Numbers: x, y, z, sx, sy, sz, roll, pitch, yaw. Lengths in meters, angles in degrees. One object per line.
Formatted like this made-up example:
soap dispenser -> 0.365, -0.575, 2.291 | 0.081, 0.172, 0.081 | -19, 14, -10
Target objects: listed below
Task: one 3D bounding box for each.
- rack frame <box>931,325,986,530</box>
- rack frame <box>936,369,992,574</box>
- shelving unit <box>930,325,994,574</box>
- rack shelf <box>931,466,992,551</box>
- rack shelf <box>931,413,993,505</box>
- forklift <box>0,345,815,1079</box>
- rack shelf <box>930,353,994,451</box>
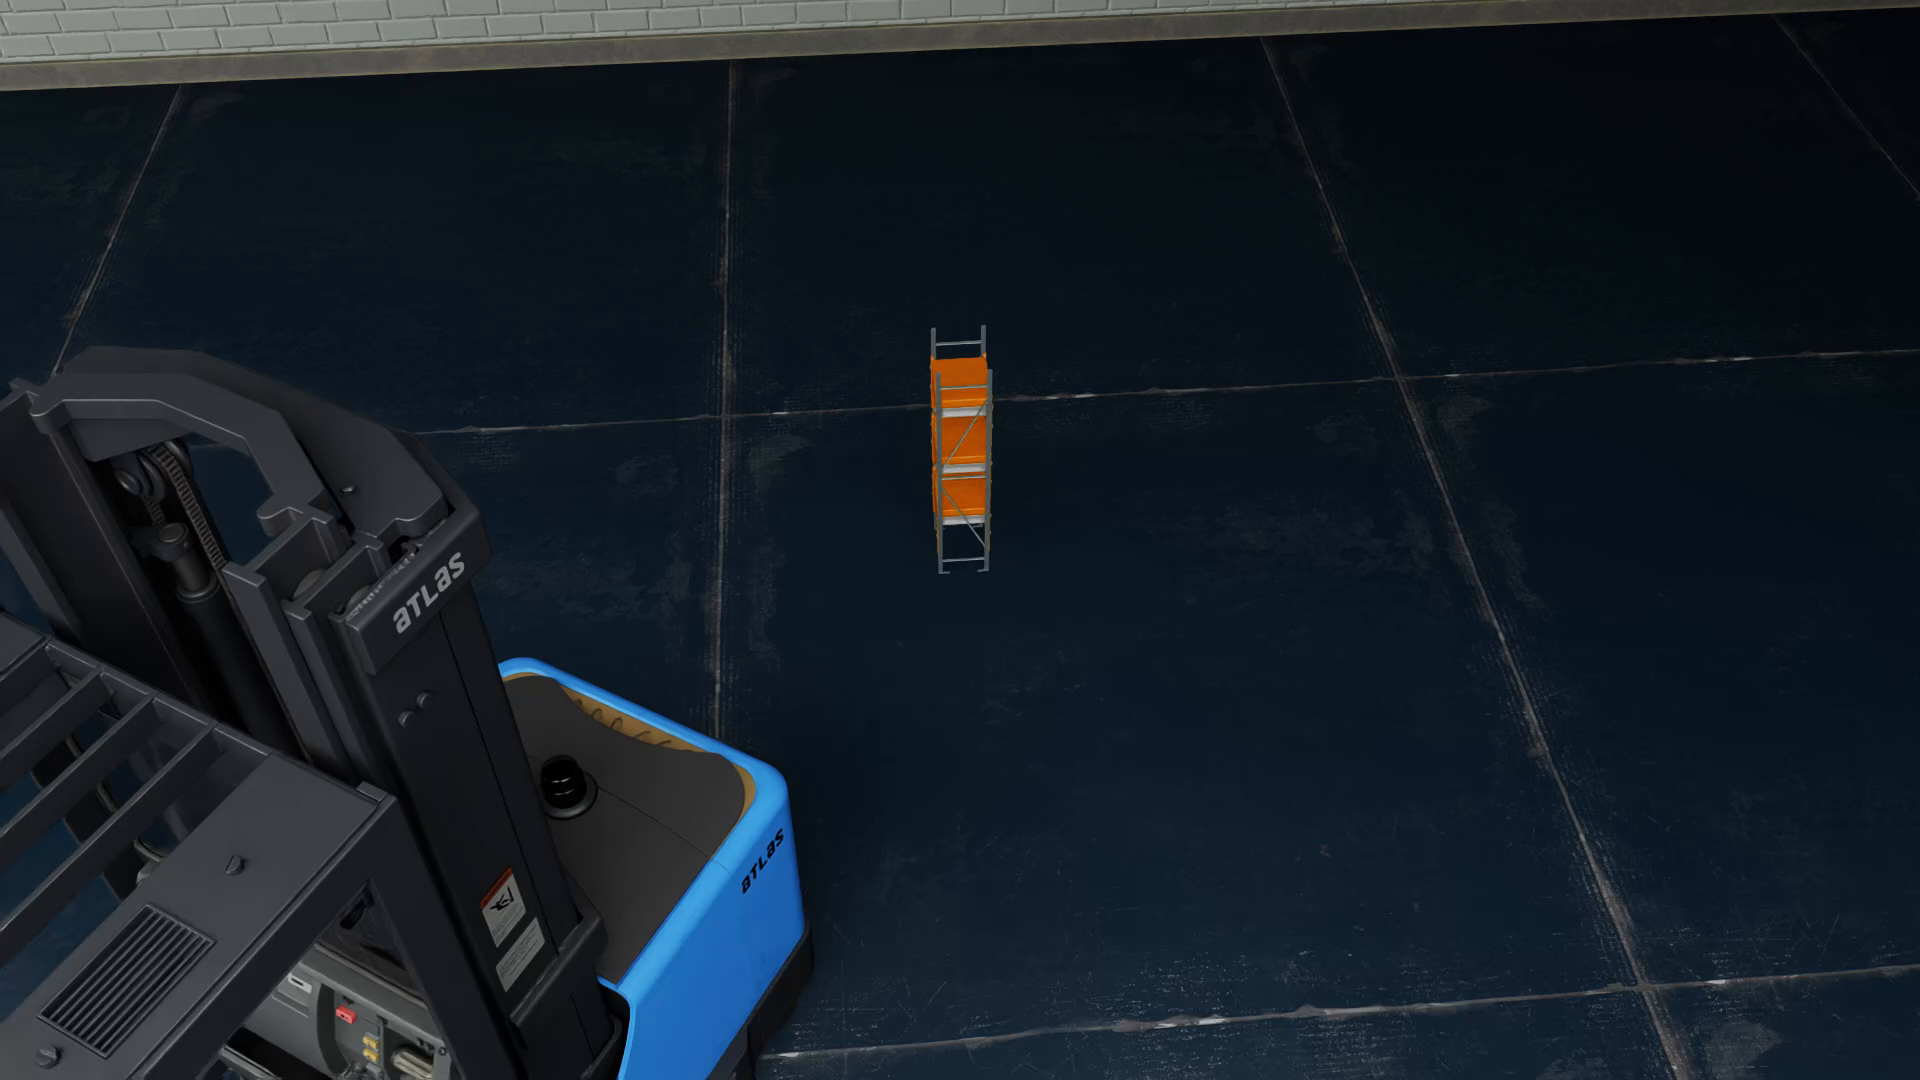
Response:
rack frame -> -0.006, -0.411, 6.416 | 0.200, 1.050, 0.008 | -3, 47, -3
rack frame -> 0.015, -0.234, 6.249 | 0.200, 1.050, 0.008 | -3, 47, -3
shelving unit -> 0.004, -0.322, 6.332 | 0.215, 1.050, 0.252 | -3, 47, -3
rack shelf -> 0.004, -0.124, 6.542 | 0.215, 0.259, 0.240 | -3, 47, -3
rack shelf -> 0.004, -0.315, 6.340 | 0.215, 0.259, 0.240 | -3, 47, -3
forklift -> -1.603, 1.167, 3.626 | 1.130, 2.935, 3.031 | 21, 50, 19
rack shelf -> 0.004, -0.510, 6.134 | 0.215, 0.259, 0.240 | -3, 47, -3
